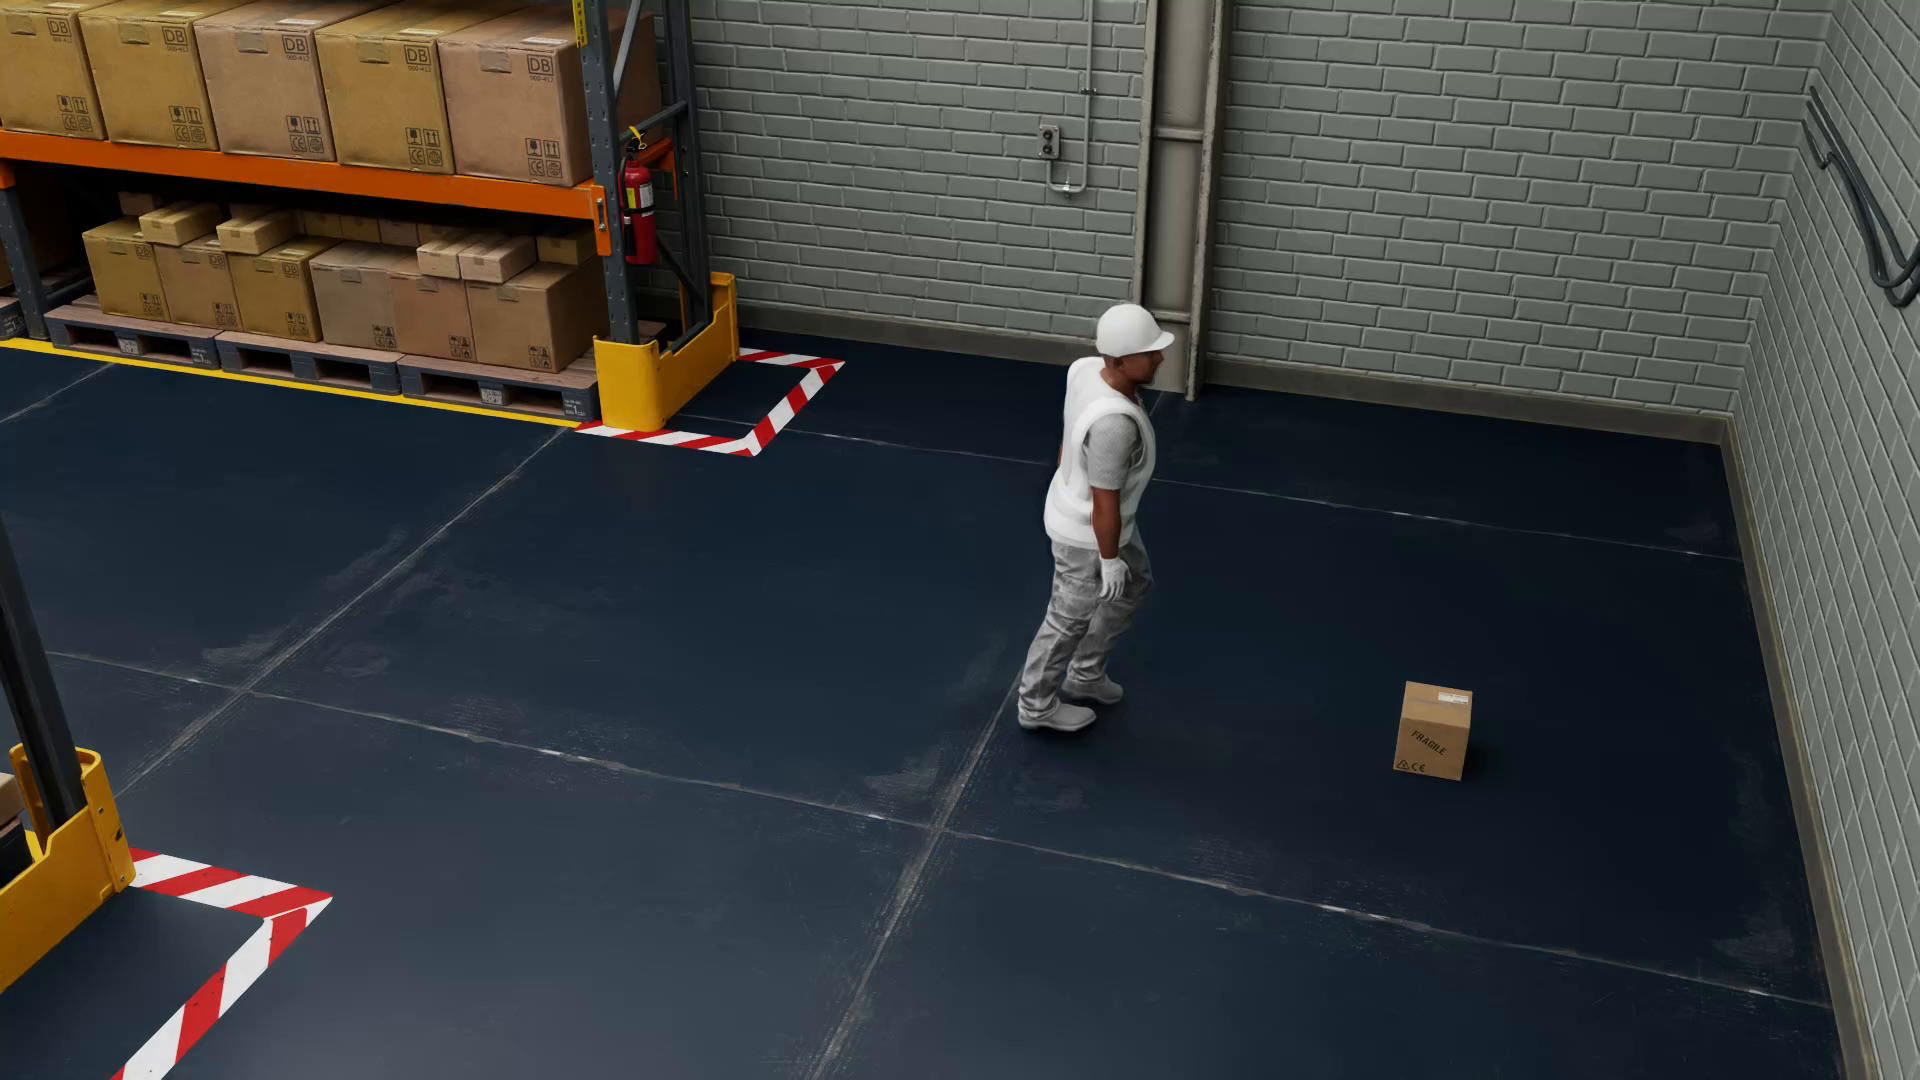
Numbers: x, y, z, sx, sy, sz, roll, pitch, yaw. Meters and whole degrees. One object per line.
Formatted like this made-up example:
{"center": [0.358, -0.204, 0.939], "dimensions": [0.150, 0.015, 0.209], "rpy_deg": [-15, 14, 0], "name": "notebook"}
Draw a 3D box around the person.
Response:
{"center": [0.487, -0.040, 6.154], "dimensions": [0.519, 1.778, 0.595], "rpy_deg": [1, 29, 2], "name": "person"}
